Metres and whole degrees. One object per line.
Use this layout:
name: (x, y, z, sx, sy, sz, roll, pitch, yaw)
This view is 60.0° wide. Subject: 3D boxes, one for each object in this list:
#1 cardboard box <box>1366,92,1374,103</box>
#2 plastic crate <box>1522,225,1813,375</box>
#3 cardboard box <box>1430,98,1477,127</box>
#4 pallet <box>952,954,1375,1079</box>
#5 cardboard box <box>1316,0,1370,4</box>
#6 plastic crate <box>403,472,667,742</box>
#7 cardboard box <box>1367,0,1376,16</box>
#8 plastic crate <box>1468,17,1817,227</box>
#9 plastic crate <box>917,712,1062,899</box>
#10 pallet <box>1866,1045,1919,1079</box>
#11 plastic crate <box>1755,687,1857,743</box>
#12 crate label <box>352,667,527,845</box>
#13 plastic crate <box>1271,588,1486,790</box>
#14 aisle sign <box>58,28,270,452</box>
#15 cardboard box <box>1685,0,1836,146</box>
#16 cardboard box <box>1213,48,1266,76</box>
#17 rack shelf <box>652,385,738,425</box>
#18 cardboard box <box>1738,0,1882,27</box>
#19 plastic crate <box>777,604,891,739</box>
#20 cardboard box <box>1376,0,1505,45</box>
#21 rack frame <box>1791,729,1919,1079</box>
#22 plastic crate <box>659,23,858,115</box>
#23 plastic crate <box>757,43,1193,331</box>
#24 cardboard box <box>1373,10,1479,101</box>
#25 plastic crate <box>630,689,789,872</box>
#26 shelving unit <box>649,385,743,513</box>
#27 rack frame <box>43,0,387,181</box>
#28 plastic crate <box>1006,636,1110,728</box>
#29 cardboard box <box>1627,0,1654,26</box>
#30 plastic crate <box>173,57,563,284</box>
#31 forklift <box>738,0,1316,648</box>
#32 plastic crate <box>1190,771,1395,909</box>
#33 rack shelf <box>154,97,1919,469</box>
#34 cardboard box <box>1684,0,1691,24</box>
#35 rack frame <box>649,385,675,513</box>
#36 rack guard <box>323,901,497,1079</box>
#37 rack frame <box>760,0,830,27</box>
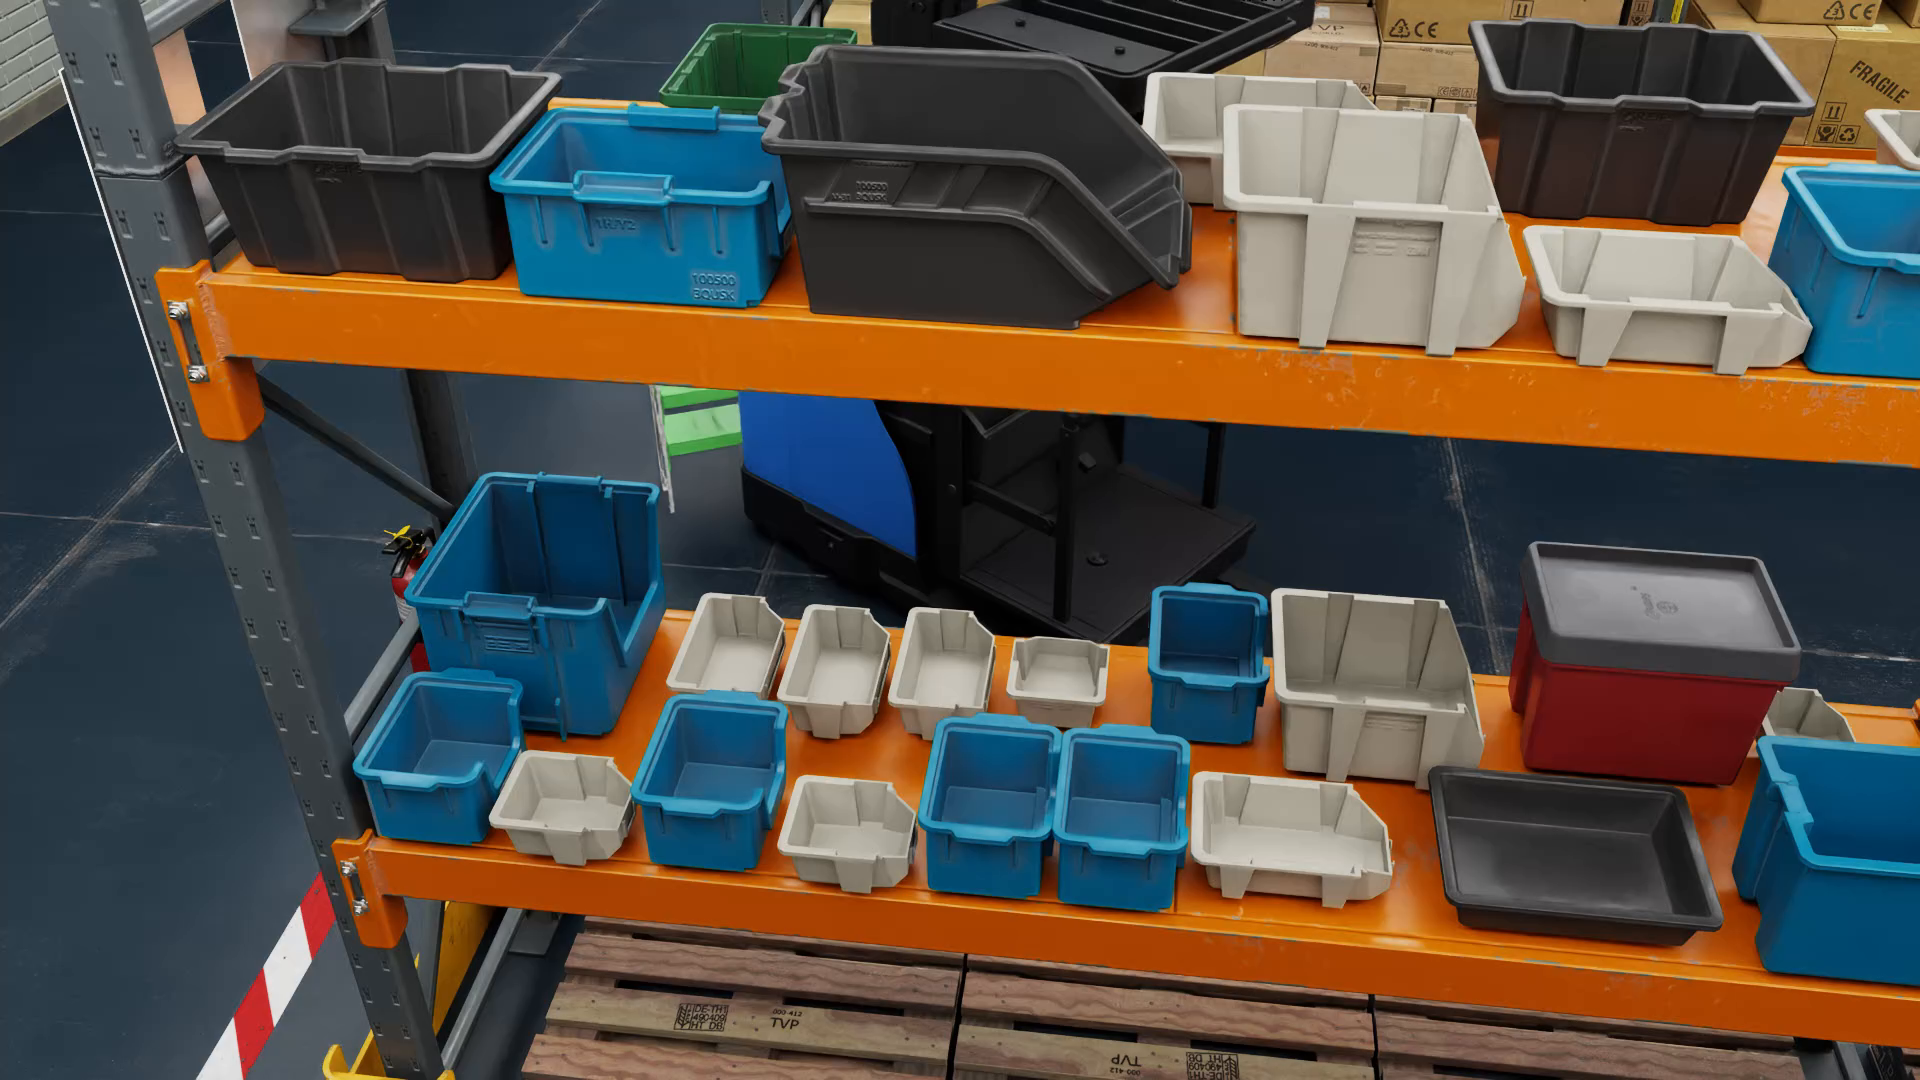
cardboard box: (1.798, -2.084, 7.804, 0.250, 0.149, 0.380, 5, 36, 7)
plastic crate: (1.222, -0.411, 2.889, 0.466, 0.136, 0.293, 4, 36, 6)
cardboard box: (2.309, -2.046, 7.751, 0.250, 0.149, 0.380, 4, 36, 5)
pallet: (0.584, 1.592, 4.838, 1.213, 0.211, 1.003, 4, 36, 6)
cardboard box: (1.716, -2.901, 7.960, 0.500, 0.500, 0.500, 3, 36, 4)
plastic crate: (-1.080, 0.160, 4.362, 0.499, 0.435, 0.616, 4, 36, 6)
cardboard box: (2.237, -2.562, 8.130, 0.500, 0.250, 0.500, 4, 36, 6)
plastic crate: (1.335, -0.840, 3.375, 0.590, 0.269, 0.497, 4, 36, 6)
plastic crate: (0.073, 0.631, 3.877, 0.300, 0.233, 0.416, 4, 36, 6)
pallet: (3.292, 1.794, 4.555, 1.213, 0.211, 1.003, 4, 36, 6)
plastic crate: (2.088, 0.544, 4.081, 0.243, 0.136, 0.396, 4, 36, 6)
crate label: (-1.233, 0.533, 4.013, 0.303, 0.233, 0.416, 4, 36, 6)
plastic crate: (1.041, 0.382, 4.183, 0.530, 0.282, 0.437, 4, 36, 6)
aisle sign: (-1.545, -0.611, 3.286, 0.004, 0.787, 0.394, 4, 36, 6)
cardboard box: (3.587, -2.139, 7.579, 0.500, 0.500, 0.500, 4, 36, 6)
cardboard box: (1.169, -2.332, 7.808, 0.500, 0.250, 0.500, 4, 36, 5)
rack shelf: (-1.087, -0.668, 7.264, 0.480, 0.148, 0.258, -11, 37, -15)
cardboard box: (3.797, -2.683, 7.477, 0.637, 0.503, 0.797, 3, 36, 5)
plastic crate: (-0.318, 0.350, 4.352, 0.243, 0.136, 0.396, 4, 36, 6)
cardboard box: (2.176, -2.561, 7.484, 0.500, 0.500, 0.500, 5, 36, 6)
rack frame: (2.532, 0.578, 3.859, 0.127, 3.000, 1.000, 4, 36, 6)
plastic crate: (-0.421, -0.945, 3.592, 0.336, 0.188, 0.450, 4, 36, 6)
plastic crate: (0.045, -0.643, 3.040, 0.767, 0.338, 0.504, 4, 36, 6)
cardboard box: (2.178, -2.255, 7.700, 0.500, 0.250, 0.500, 5, 36, 7)
plastic crate: (-0.580, 0.582, 3.945, 0.300, 0.233, 0.416, 4, 36, 6)
shelving unit: (-1.087, -0.720, 7.227, 0.503, 1.200, 0.258, -11, 37, -15)
rack frame: (-1.436, -2.160, 2.531, 0.127, 3.000, 1.000, 4, 36, 6)
plastic crate: (0.257, 0.368, 4.328, 0.250, 0.136, 0.298, 4, 36, 6)
cardboard box: (5.119, -4.035, 12.111, 0.500, 0.500, 0.500, 6, 36, 8)
plastic crate: (-1.089, -0.697, 3.175, 0.590, 0.269, 0.497, 4, 36, 6)
forklift: (0.500, -0.922, 6.018, 3.031, 2.935, 1.130, 27, 43, 32)
plastic crate: (0.766, 0.705, 3.856, 0.466, 0.136, 0.293, 4, 36, 6)
rack shelf: (0.548, -0.499, 3.404, 4.000, 0.370, 1.077, 4, 36, 6)
cardboard box: (3.661, -2.440, 8.000, 0.500, 0.500, 0.500, 4, 36, 6)
rack frame: (-1.318, -0.675, 7.163, 0.015, 1.200, 0.240, -11, 37, -15)
rack guard: (-1.461, 1.305, 4.992, 0.348, 0.500, 1.175, 4, 36, 6)
rack frame: (-0.805, -2.572, 8.272, 0.127, 3.000, 1.000, 4, 36, 6)
